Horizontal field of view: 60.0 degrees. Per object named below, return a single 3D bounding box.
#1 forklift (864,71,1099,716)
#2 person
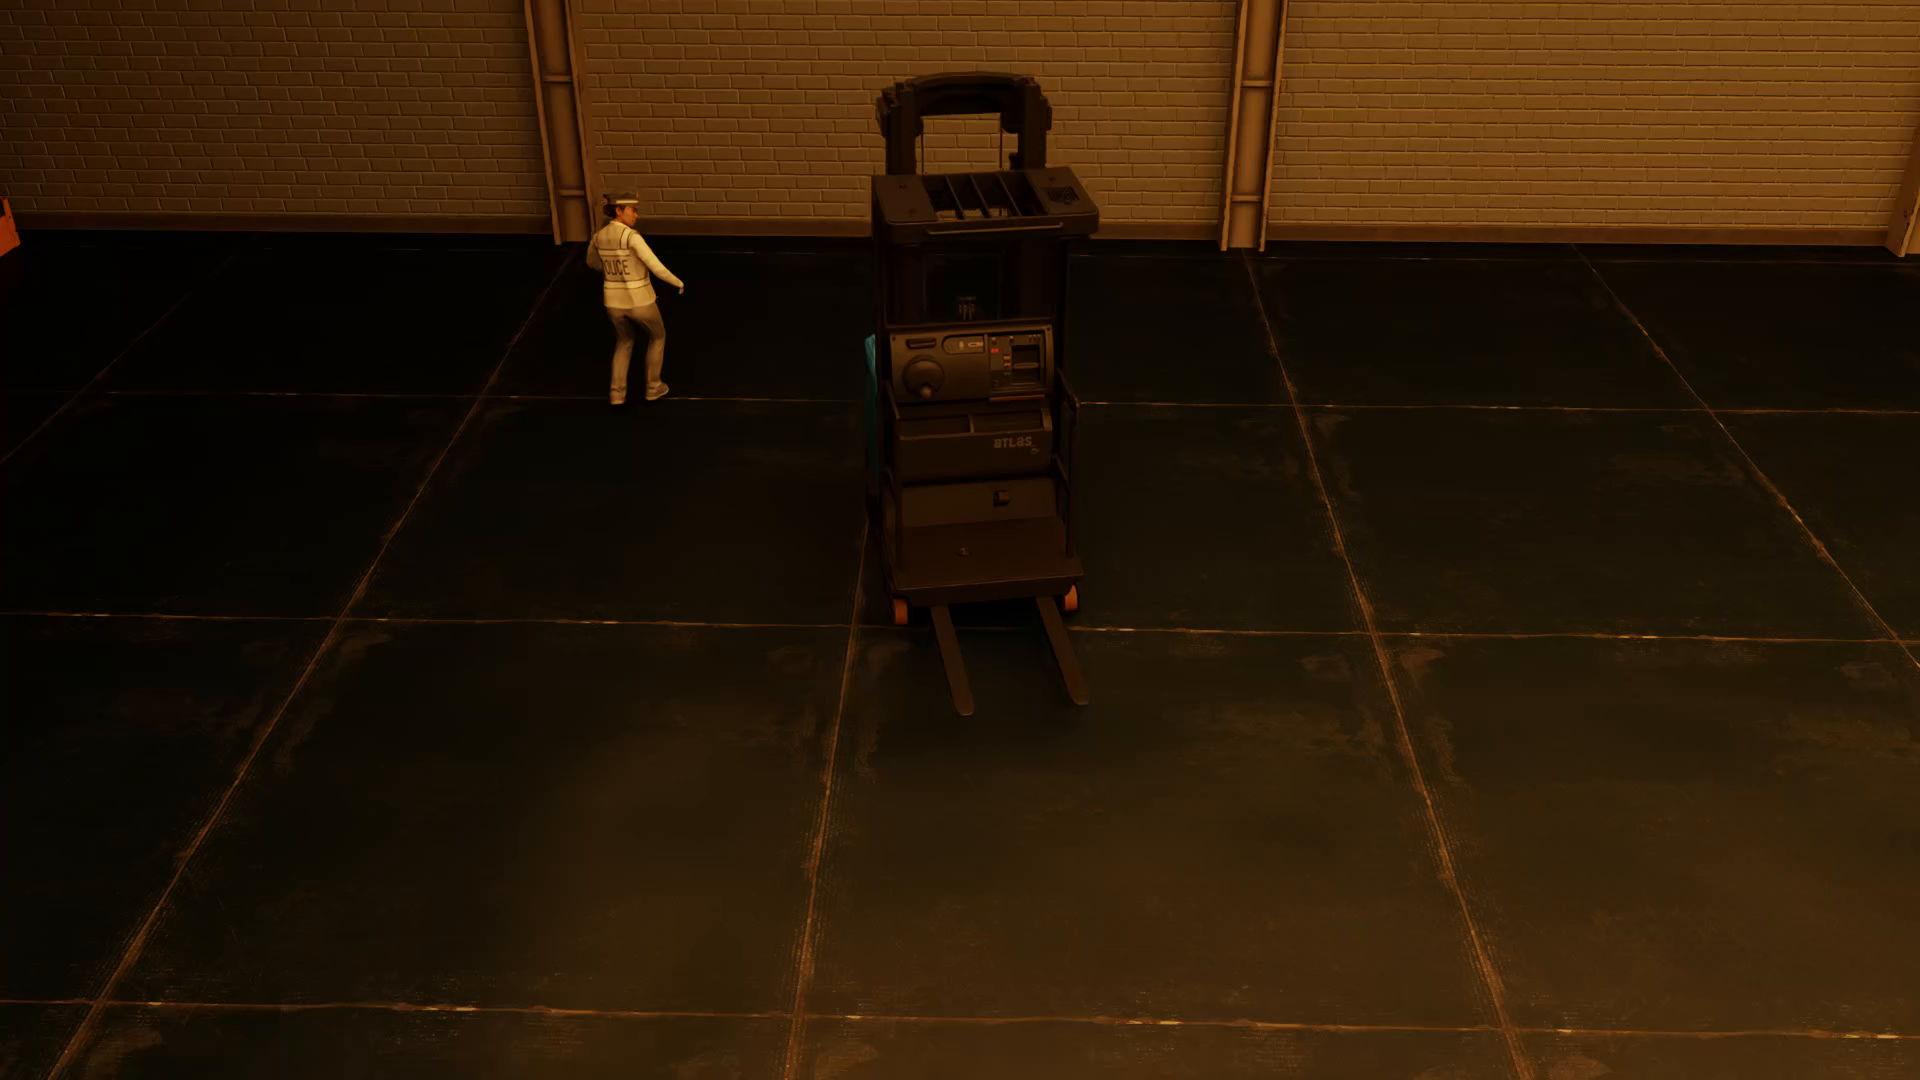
[{"bbox_3d":[0.104,-0.955,9.235,1.130,2.935,3.031,-4,31,-8],"label":"forklift"},{"bbox_3d":[-2.324,-1.733,11.893,0.729,1.628,0.624,10,32,16],"label":"person"}]
